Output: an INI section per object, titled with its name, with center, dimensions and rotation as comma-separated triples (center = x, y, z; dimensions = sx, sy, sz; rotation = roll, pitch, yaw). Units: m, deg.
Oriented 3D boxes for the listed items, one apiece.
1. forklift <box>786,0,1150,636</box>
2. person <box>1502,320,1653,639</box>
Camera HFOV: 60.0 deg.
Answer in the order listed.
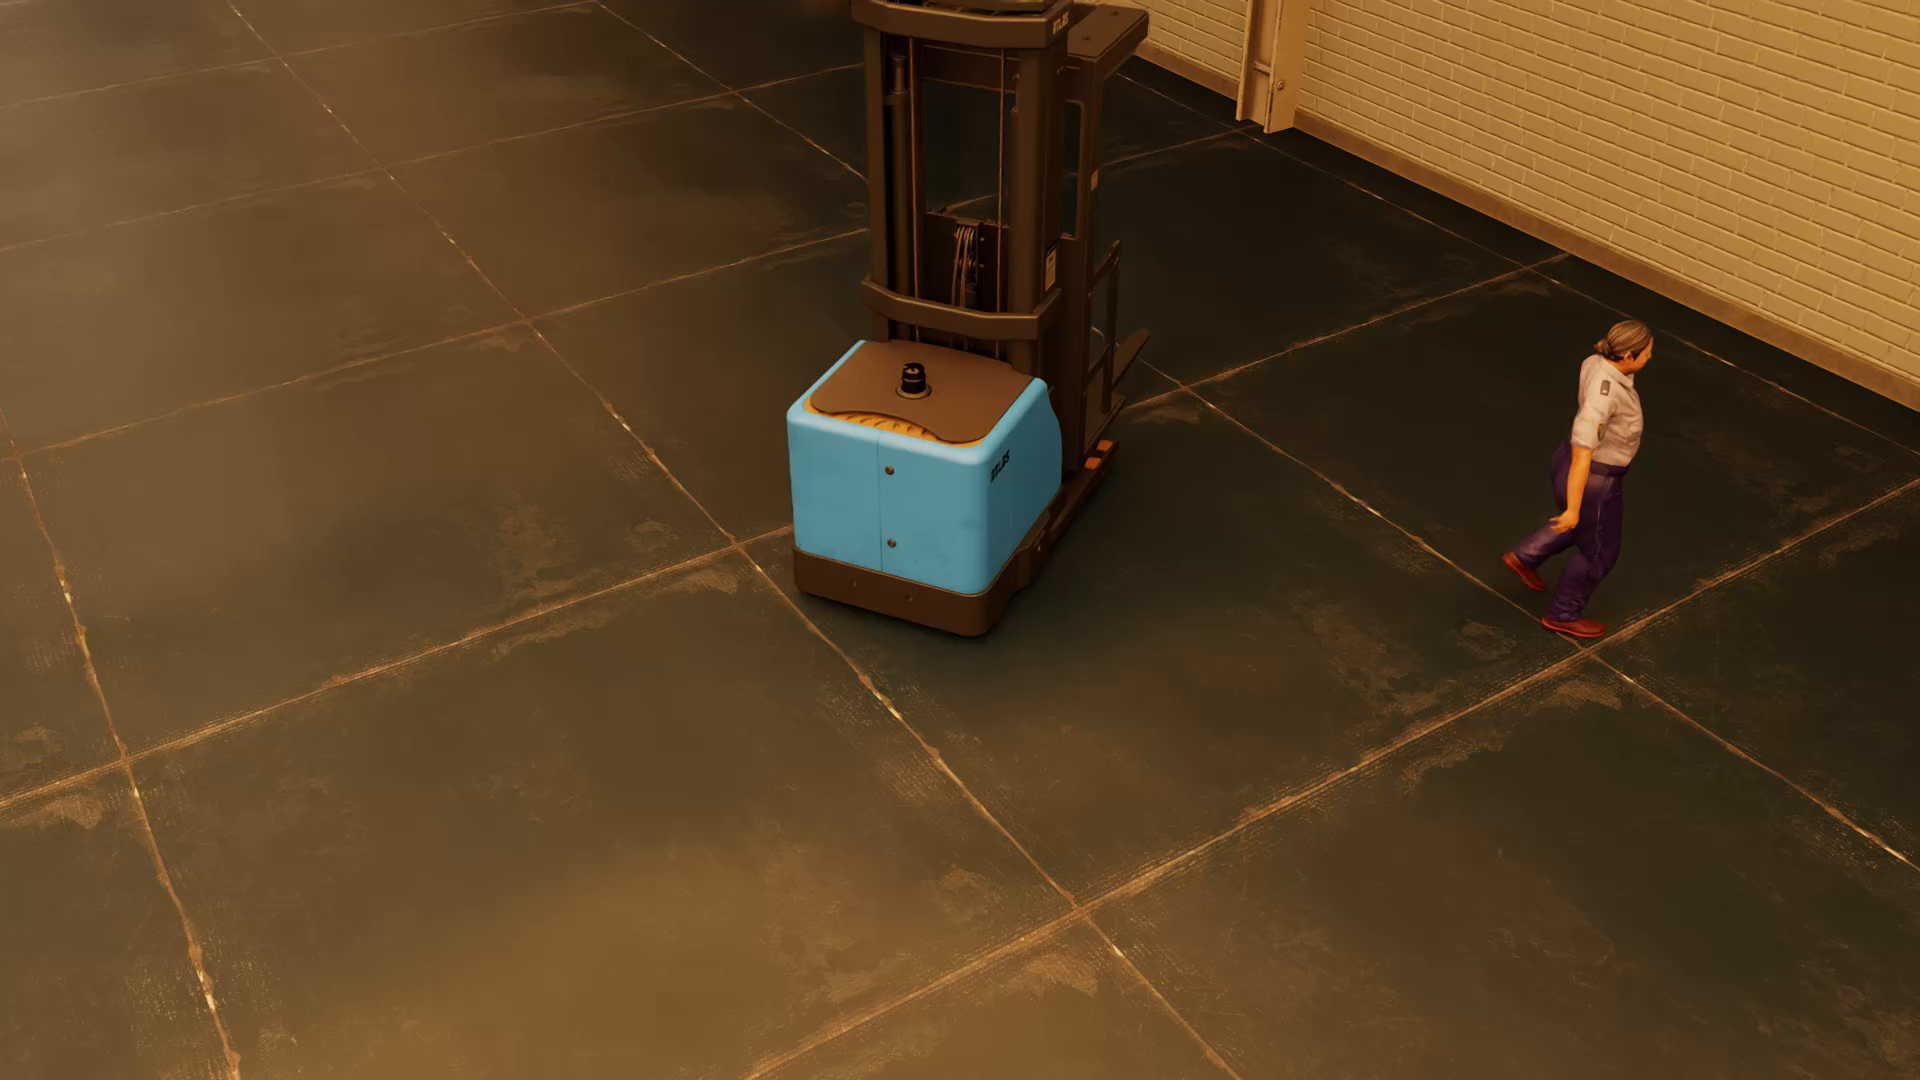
[forklift]
center = 0.237, -1.580, 8.396
dimensions = 1.130, 2.935, 3.031
rotation = 14, 38, 19
[person]
center = 2.892, -0.285, 7.703
dimensions = 0.511, 1.618, 0.689
rotation = 6, 36, 8
